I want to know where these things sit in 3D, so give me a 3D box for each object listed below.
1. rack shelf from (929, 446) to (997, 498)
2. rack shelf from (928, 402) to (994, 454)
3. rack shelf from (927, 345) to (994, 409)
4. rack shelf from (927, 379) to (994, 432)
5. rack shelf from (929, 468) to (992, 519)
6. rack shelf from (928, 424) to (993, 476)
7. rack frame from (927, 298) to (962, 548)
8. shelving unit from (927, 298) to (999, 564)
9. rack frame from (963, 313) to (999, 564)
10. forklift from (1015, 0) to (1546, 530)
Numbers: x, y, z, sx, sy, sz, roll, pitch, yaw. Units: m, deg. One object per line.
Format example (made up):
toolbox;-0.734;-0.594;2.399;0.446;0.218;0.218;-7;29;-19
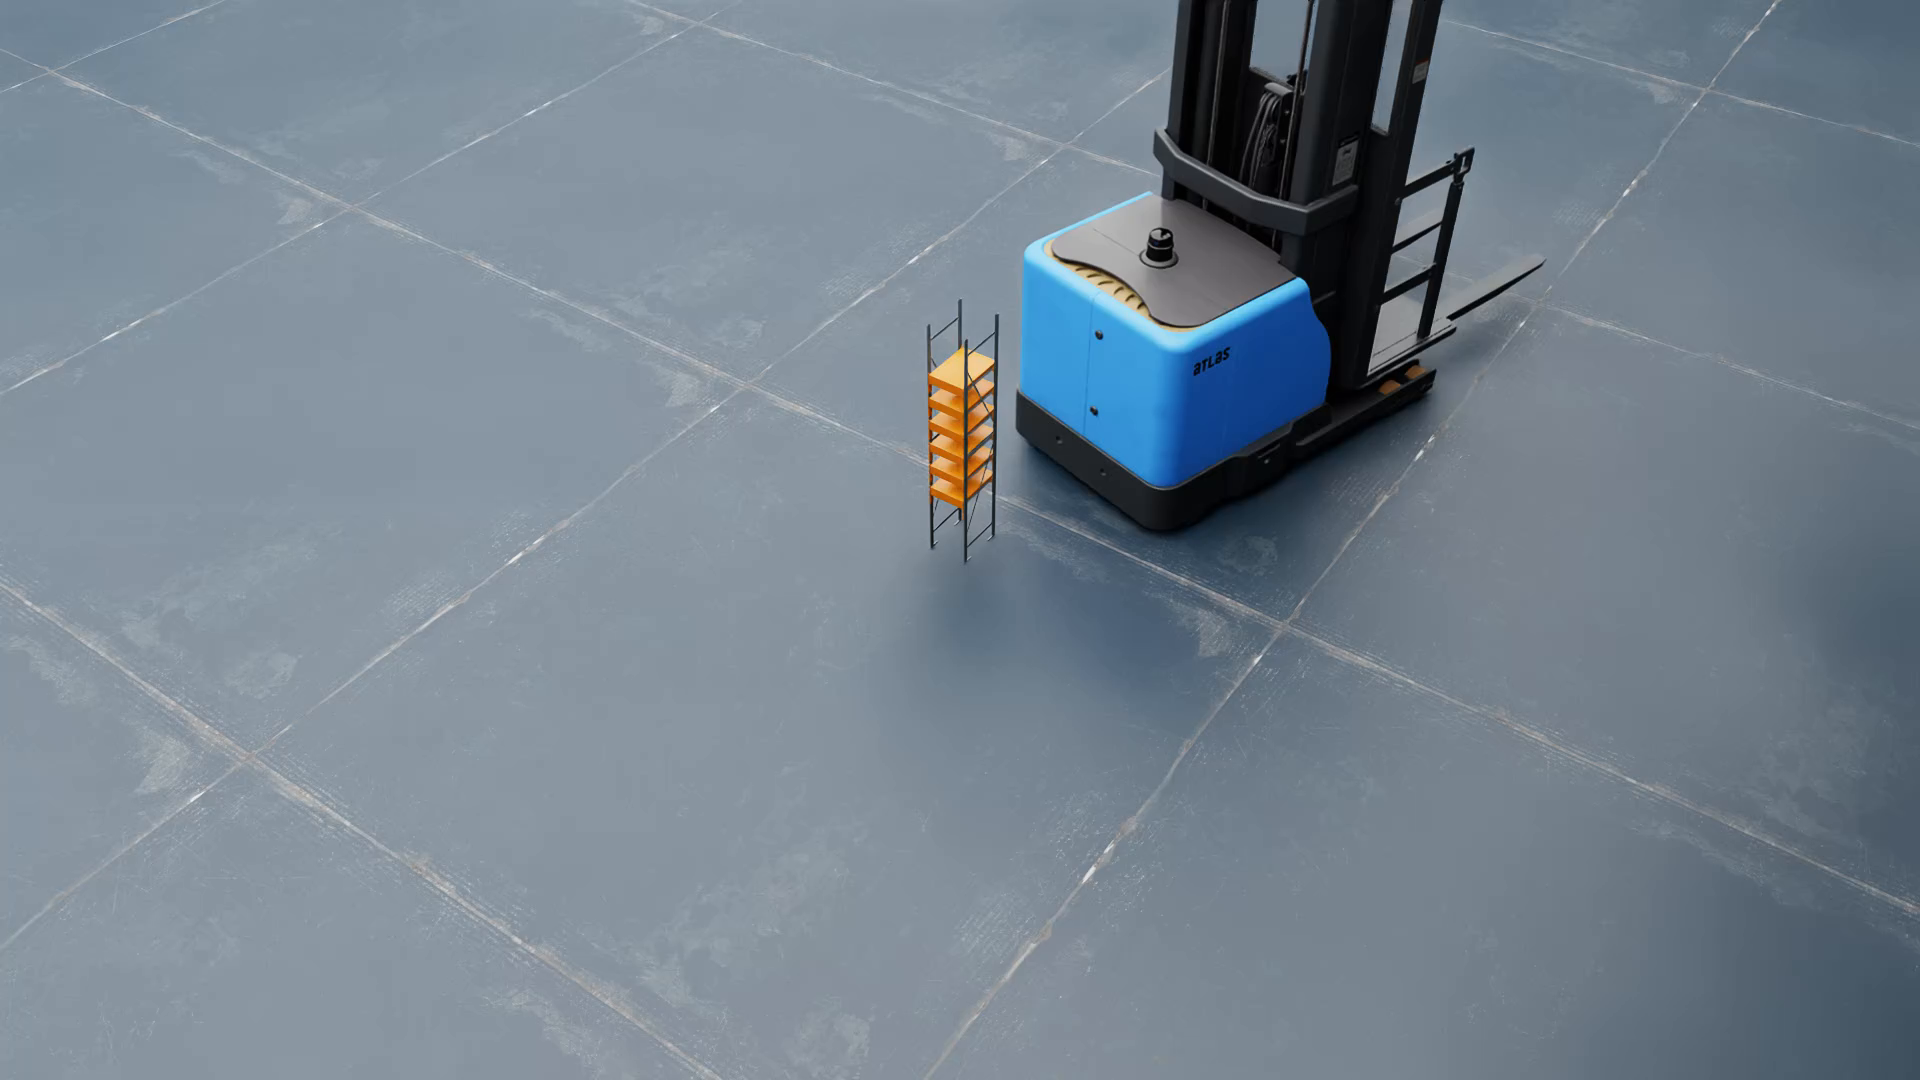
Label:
rack shelf;0.012;-0.319;7.202;0.180;0.103;0.258;25;48;25
rack shelf;0.012;-0.498;7.042;0.180;0.103;0.258;25;48;25
rack shelf;0.012;-0.677;6.882;0.180;0.103;0.258;25;48;25
rack shelf;0.012;-0.587;6.962;0.180;0.103;0.258;25;48;25
rack shelf;0.012;-0.230;7.282;0.180;0.103;0.258;25;48;25
rack shelf;0.012;-0.408;7.122;0.180;0.103;0.258;25;48;25
rack frame;-0.063;-0.477;7.131;0.006;1.200;0.240;25;48;25
shelving unit;0.012;-0.442;7.092;0.189;1.200;0.258;25;48;25
rack frame;0.087;-0.407;7.053;0.006;1.200;0.240;25;48;25
forklift;1.730;-1.959;7.490;3.031;2.935;1.130;-28;49;-28
